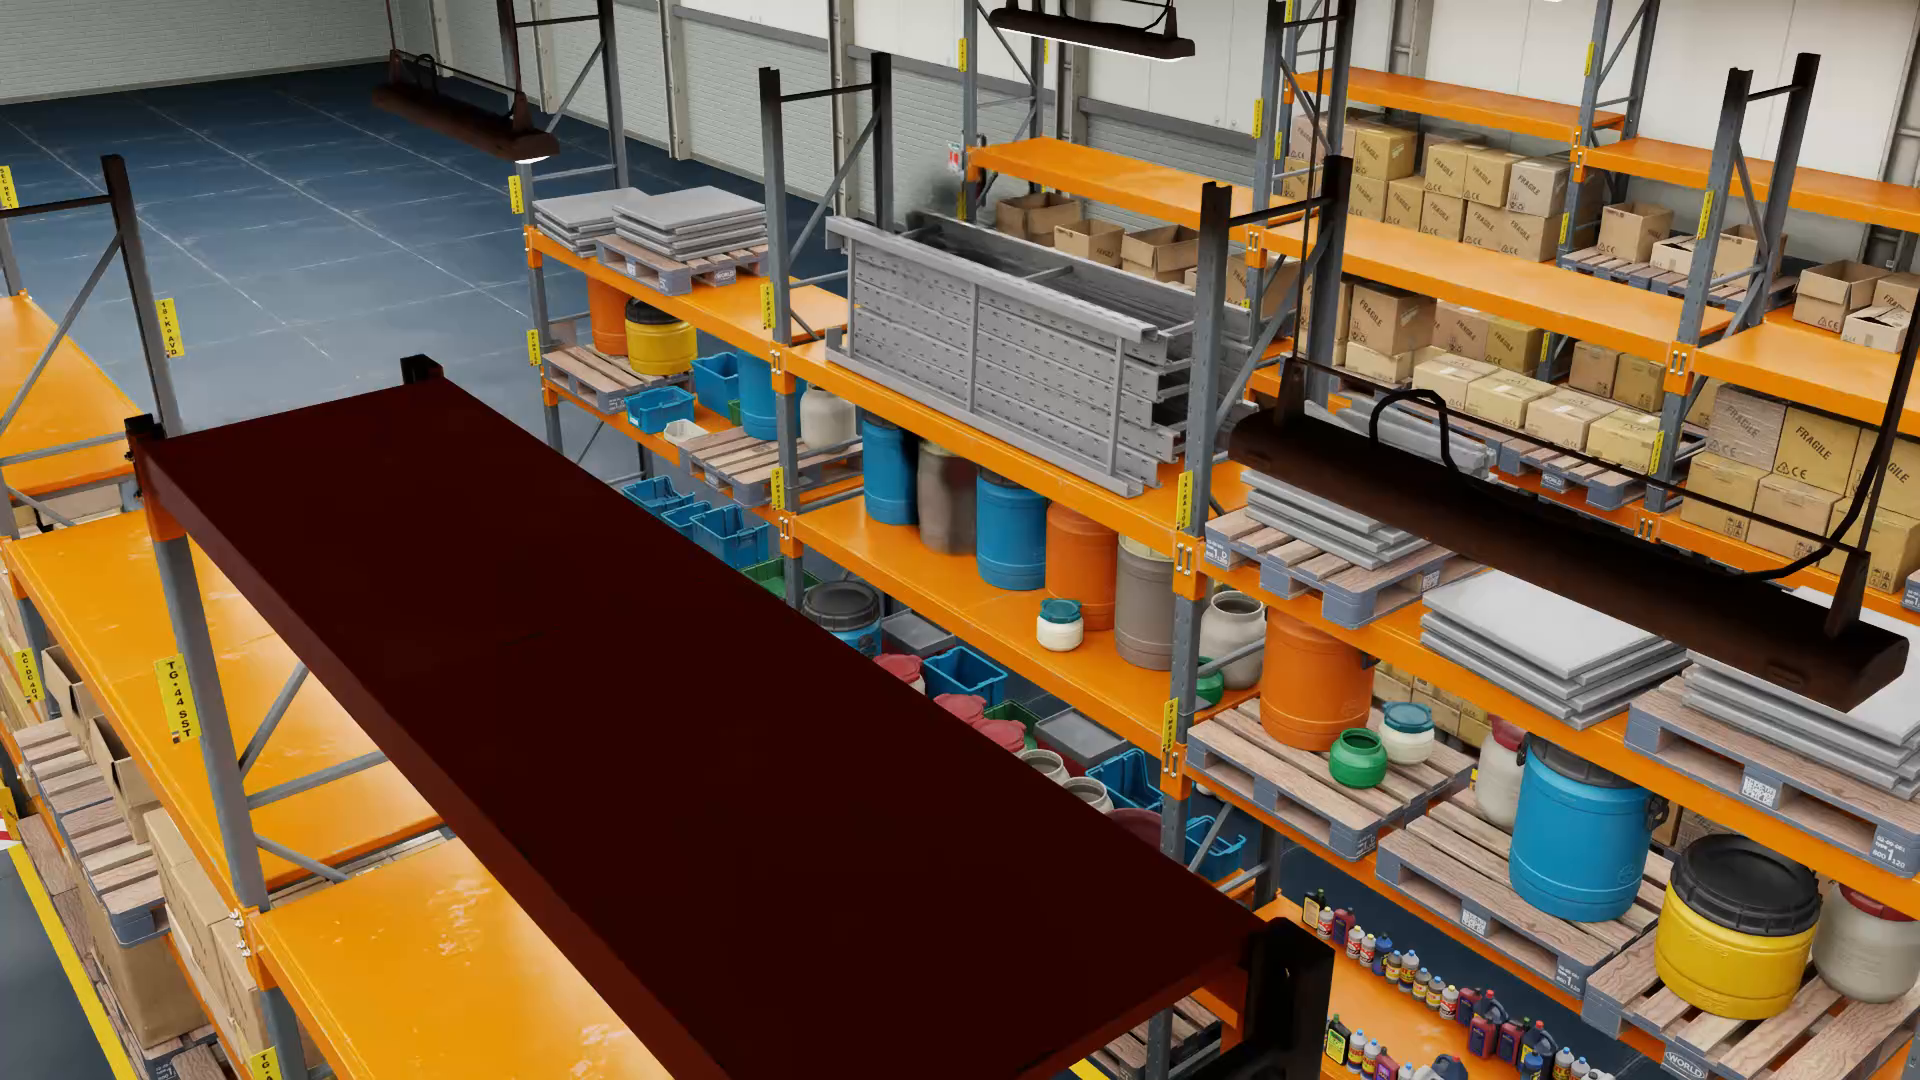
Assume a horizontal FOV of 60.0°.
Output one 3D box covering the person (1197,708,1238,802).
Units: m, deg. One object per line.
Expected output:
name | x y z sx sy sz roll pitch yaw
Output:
person | 2.143 1.408 13.494 0.584 1.621 0.561 20 32 35

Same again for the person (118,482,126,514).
person | -8.872 -0.424 17.277 0.827 1.698 0.537 -7 27 -14
